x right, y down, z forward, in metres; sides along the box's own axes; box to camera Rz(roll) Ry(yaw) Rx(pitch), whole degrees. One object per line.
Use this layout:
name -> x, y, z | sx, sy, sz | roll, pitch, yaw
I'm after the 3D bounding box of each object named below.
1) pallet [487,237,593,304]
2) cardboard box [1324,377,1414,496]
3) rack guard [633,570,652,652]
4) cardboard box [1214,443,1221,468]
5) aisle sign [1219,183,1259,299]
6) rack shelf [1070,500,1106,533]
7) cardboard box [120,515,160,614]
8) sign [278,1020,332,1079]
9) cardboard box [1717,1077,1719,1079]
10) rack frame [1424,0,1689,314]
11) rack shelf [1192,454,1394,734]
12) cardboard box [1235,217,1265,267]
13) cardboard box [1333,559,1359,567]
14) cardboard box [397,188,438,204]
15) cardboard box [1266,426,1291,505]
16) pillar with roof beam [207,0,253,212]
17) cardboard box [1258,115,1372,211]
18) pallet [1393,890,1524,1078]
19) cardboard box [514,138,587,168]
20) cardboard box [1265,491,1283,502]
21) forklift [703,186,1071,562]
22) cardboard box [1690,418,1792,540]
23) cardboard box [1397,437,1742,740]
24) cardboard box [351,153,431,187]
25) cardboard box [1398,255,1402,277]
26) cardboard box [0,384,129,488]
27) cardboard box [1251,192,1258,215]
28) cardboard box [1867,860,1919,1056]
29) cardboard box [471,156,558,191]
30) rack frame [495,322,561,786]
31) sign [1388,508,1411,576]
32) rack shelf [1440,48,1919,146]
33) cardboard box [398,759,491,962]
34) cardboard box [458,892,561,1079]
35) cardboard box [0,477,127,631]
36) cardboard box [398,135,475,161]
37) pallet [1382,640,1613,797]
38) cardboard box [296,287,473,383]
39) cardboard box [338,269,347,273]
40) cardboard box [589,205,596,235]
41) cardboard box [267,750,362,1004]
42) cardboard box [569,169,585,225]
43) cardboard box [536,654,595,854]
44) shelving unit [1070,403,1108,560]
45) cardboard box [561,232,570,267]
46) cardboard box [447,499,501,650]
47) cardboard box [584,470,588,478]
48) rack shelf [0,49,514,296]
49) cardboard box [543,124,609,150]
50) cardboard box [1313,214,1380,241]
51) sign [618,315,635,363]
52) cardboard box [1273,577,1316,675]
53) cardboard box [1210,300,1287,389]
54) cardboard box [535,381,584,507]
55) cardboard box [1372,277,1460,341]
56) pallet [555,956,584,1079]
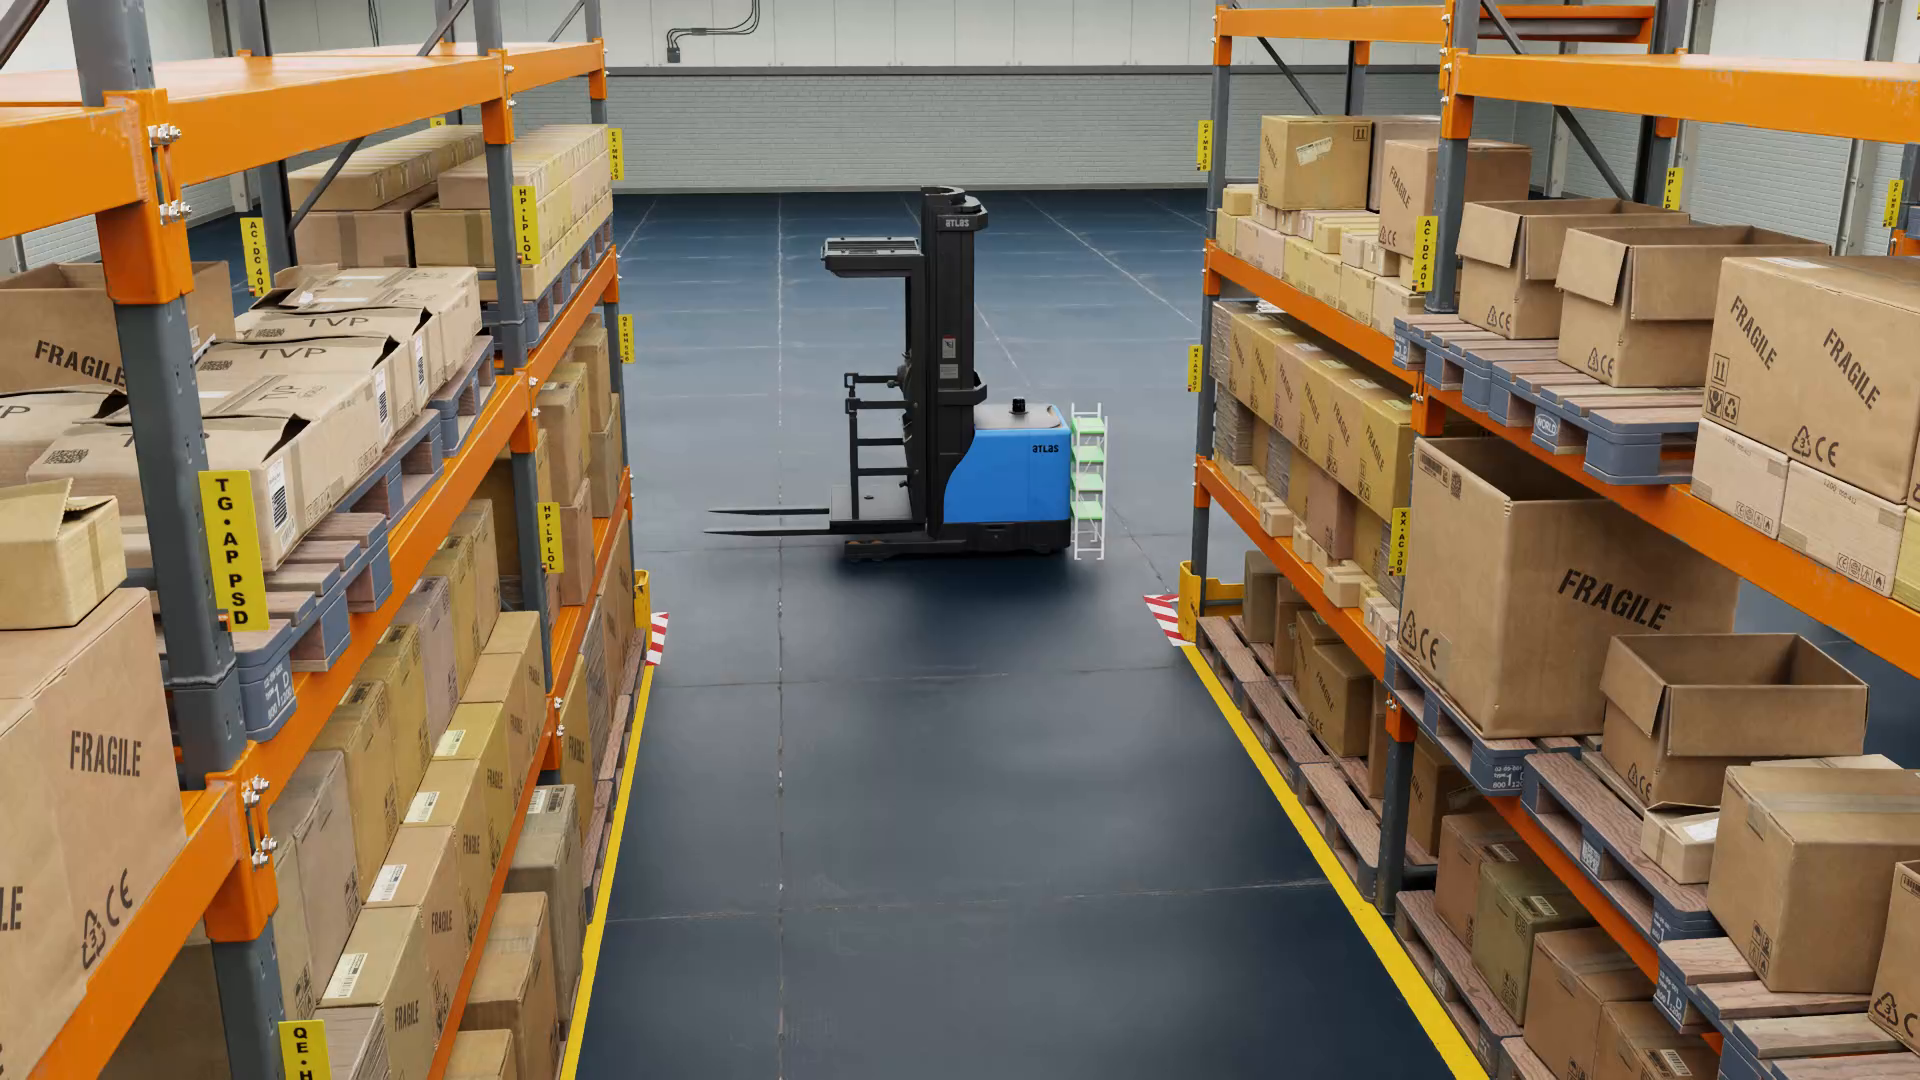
pallet -> -2.559, -1.470, 8.991 | 1.003, 0.211, 1.213 | -2, 18, -6
cardboard box -> 2.209, -0.539, 8.552 | 0.500, 0.500, 0.500 | -2, 18, -6
rack guard -> -2.777, 0.519, 11.688 | 1.175, 0.500, 0.348 | -2, 18, -6
cardboard box -> 1.961, -0.577, 11.426 | 0.380, 0.149, 0.250 | -2, 18, -6
aisle sign -> 1.864, -2.039, 11.323 | 0.394, 0.787, 0.004 | -2, 18, -6
rack shelf -> 1.053, -0.196, 13.813 | 0.258, 0.148, 0.480 | -1, 17, -2
cardboard box -> -1.825, 0.054, 3.542 | 0.380, 0.149, 0.250 | -2, 18, -8
sign -> -1.411, 1.183, 3.599 | 0.100, 0.325, 0.005 | -2, 18, -6
cardboard box -> 2.830, 1.863, 5.422 | 0.500, 0.250, 0.500 | 0, 17, 1
rack frame -> 2.582, -2.460, 6.988 | 1.000, 3.000, 0.127 | -2, 18, -6
rack shelf -> 2.375, 0.150, 9.892 | 1.077, 0.370, 4.000 | -2, 18, -6
cardboard box -> 2.021, -1.844, 10.284 | 0.500, 0.250, 0.500 | -2, 18, -7
cardboard box -> 2.253, 0.167, 9.057 | 0.380, 0.149, 0.250 | -2, 18, -6
cardboard box -> -2.720, -1.513, 7.867 | 0.500, 0.250, 0.500 | -2, 18, -6
cardboard box -> 2.378, -0.518, 10.157 | 0.875, 0.500, 0.500 | -2, 18, -6
pillar with roof beam -> -12.262, -12.026, 37.461 | 9.100, 9.000, 0.400 | -2, 18, -6
cardboard box -> 2.054, -2.198, 9.664 | 0.500, 0.500, 0.500 | -2, 18, -6
pallet -> 2.663, 1.965, 7.566 | 1.003, 0.211, 1.213 | -2, 18, -6
cardboard box -> -2.272, -2.137, 9.189 | 0.380, 0.149, 0.250 | -2, 18, -6
cardboard box -> 2.097, -0.205, 10.241 | 0.380, 0.149, 0.250 | -2, 18, -6
forklift -> -0.623, -1.385, 13.694 | 3.031, 2.935, 1.130 | -1, 17, -4
cardboard box -> 2.588, -0.196, 5.037 | 0.500, 0.250, 0.500 | -1, 17, -4
cardboard box -> 2.524, 0.157, 6.966 | 1.000, 1.000, 1.000 | -2, 18, -5
cardboard box -> -2.822, -1.815, 8.163 | 0.380, 0.149, 0.250 | -2, 18, -5
cardboard box -> 2.324, -1.318, 7.943 | 0.380, 0.149, 0.250 | -2, 17, -5
cardboard box -> -2.356, -0.221, 4.147 | 0.500, 0.311, 0.500 | -2, 18, -6
cardboard box -> 2.047, -2.098, 10.429 | 0.380, 0.149, 0.250 | -2, 18, -7
cardboard box -> 2.899, 1.187, 4.521 | 0.500, 0.500, 0.500 | -4, 18, -12
cardboard box -> -2.141, -1.760, 7.988 | 0.380, 0.149, 0.250 | -2, 18, -7
rack frame -> -2.362, 0.526, 7.495 | 1.000, 3.000, 0.127 | -2, 18, -6
sign -> 2.043, 0.009, 7.696 | 0.100, 0.325, 0.005 | -2, 18, -6
rack shelf -> 2.788, -1.330, 5.258 | 1.077, 0.370, 4.000 | -2, 18, -6
cardboard box -> -1.884, 1.078, 5.570 | 0.500, 0.500, 0.500 | -2, 18, -6
cardboard box -> -2.113, 1.868, 6.273 | 1.050, 0.750, 0.750 | -2, 18, -6
cardboard box -> -1.650, -0.014, 2.761 | 0.396, 0.266, 0.258 | -2, 18, -6
cardboard box -> -2.953, -2.194, 9.369 | 0.380, 0.149, 0.250 | -2, 18, -7
pallet -> 2.516, 0.726, 7.176 | 1.003, 0.211, 1.213 | -2, 18, -6
cardboard box -> -2.016, -0.721, 5.840 | 0.500, 0.250, 0.500 | -2, 18, -6
cardboard box -> -2.718, -1.132, 7.319 | 0.380, 0.149, 0.250 | -2, 18, -6
cardboard box -> -2.298, -1.833, 9.553 | 0.380, 0.149, 0.250 | -2, 18, -6
cardboard box -> -2.040, 0.908, 4.441 | 0.700, 0.500, 0.500 | -2, 18, -6
cardboard box -> -2.293, -1.829, 8.875 | 0.500, 0.250, 0.500 | -2, 18, -5
cardboard box -> -2.358, 1.150, 8.354 | 0.875, 0.875, 0.875 | -2, 17, -5
shelving unit -> 1.053, -0.486, 13.722 | 0.258, 1.200, 0.503 | -1, 17, -2
cardboard box -> -2.169, -1.456, 8.349 | 0.380, 0.149, 0.250 | -2, 18, -7
cardboard box -> -2.305, 0.149, 6.859 | 0.700, 0.500, 0.500 | -2, 18, -7
cardboard box -> -2.680, -0.294, 9.857 | 0.875, 0.550, 0.550 | -2, 18, -6
rack shelf -> -2.156, -1.207, 4.866 | 1.077, 0.370, 4.000 | -2, 18, -6
cardboard box -> -2.403, -2.516, 10.395 | 0.380, 0.149, 0.250 | -2, 18, -5
cardboard box -> 2.180, -1.711, 9.195 | 0.380, 0.149, 0.250 | -2, 18, -8
sign -> -2.234, -1.344, 11.122 | 0.100, 0.325, 0.005 | -2, 18, -6
cardboard box -> 2.313, 0.567, 10.836 | 0.500, 0.500, 0.500 | 3, 18, 9
cardboard box -> 1.955, -1.283, 10.925 | 0.500, 0.500, 0.500 | -2, 18, -6
cardboard box -> -2.457, -0.497, 8.700 | 0.875, 0.550, 0.550 | -2, 18, -6
cardboard box -> 2.275, -1.085, 7.867 | 0.500, 0.250, 0.500 | -1, 17, -4
pallet -> -2.208, 2.084, 7.187 | 1.003, 0.211, 1.213 | -2, 18, -6
